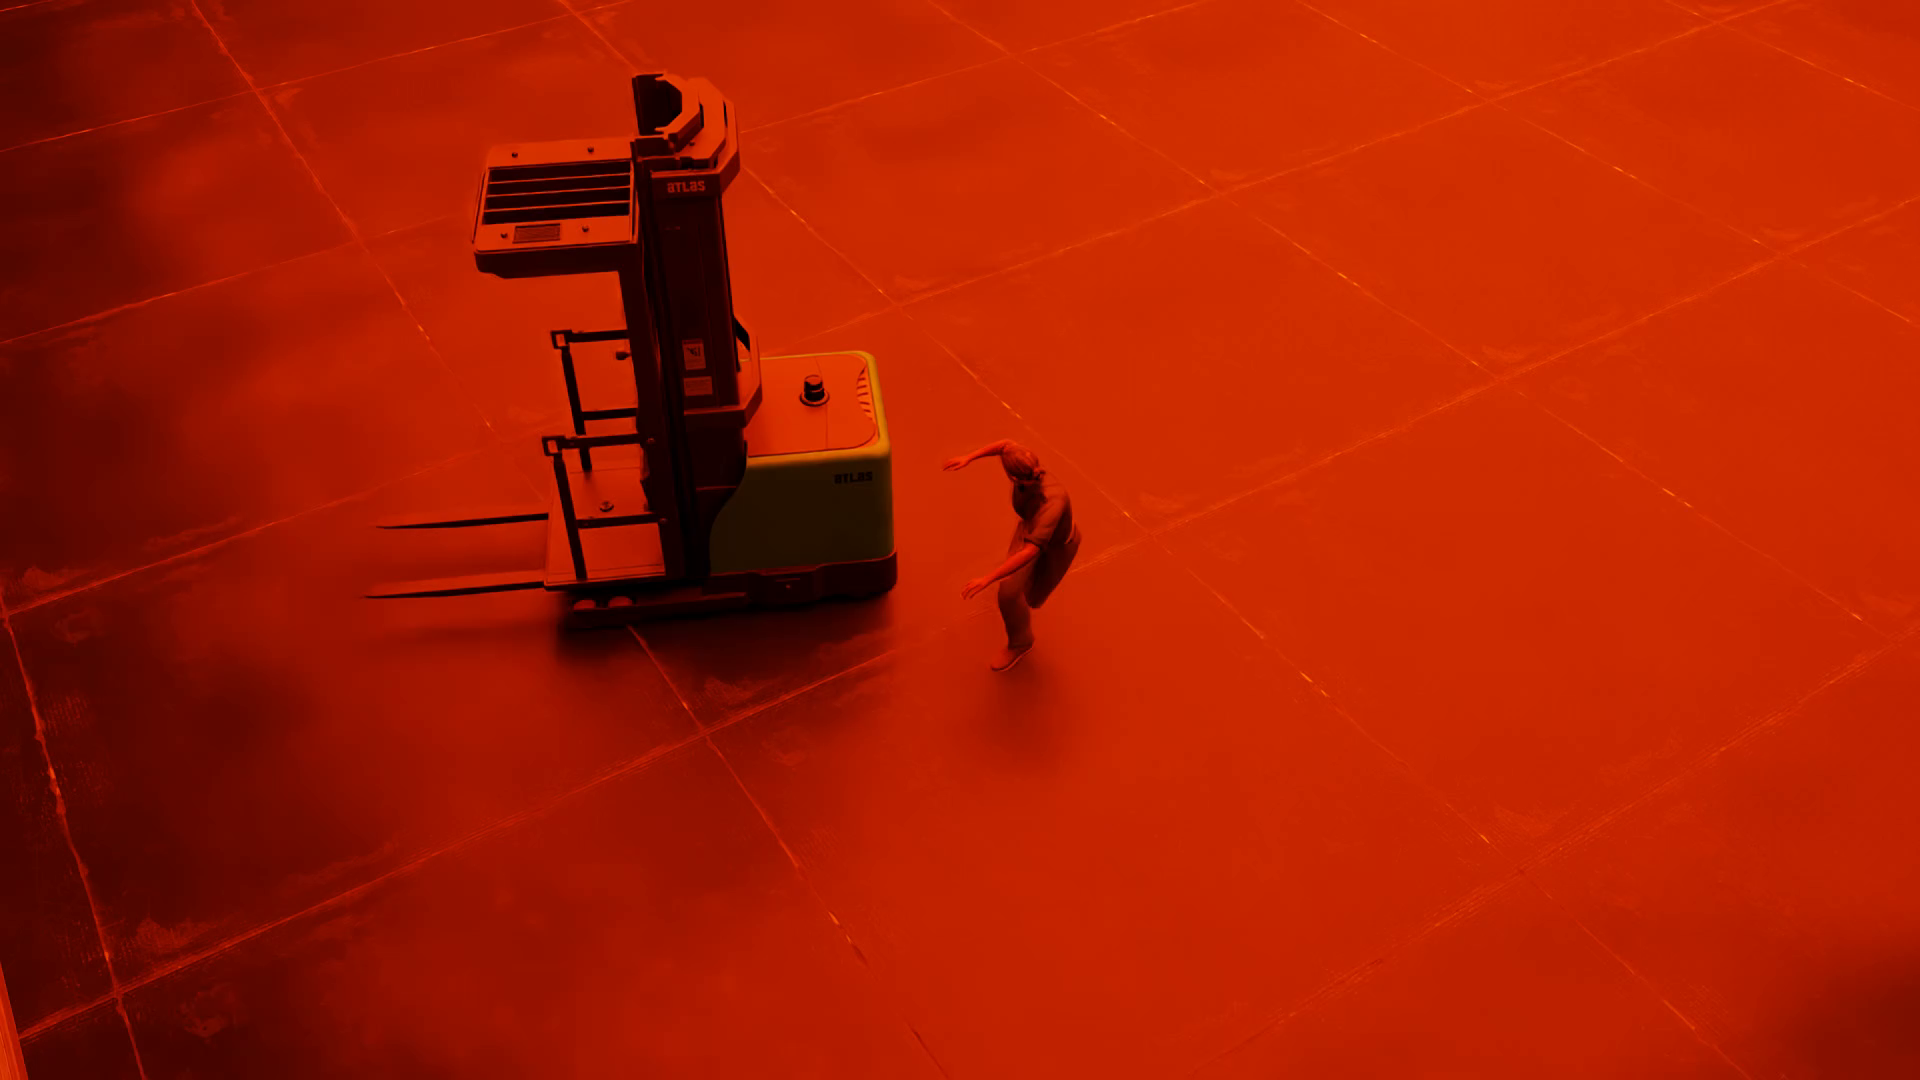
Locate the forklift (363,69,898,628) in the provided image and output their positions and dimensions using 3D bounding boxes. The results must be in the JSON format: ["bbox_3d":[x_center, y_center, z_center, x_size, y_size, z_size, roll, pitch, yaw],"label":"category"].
[{"bbox_3d":[-1.923,-0.972,8.983,3.031,2.935,1.130,-5,41,-6],"label":"forklift"}]

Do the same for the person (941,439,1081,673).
[{"bbox_3d":[0.199,0.033,8.992,0.795,1.426,1.088,25,47,26],"label":"person"}]
